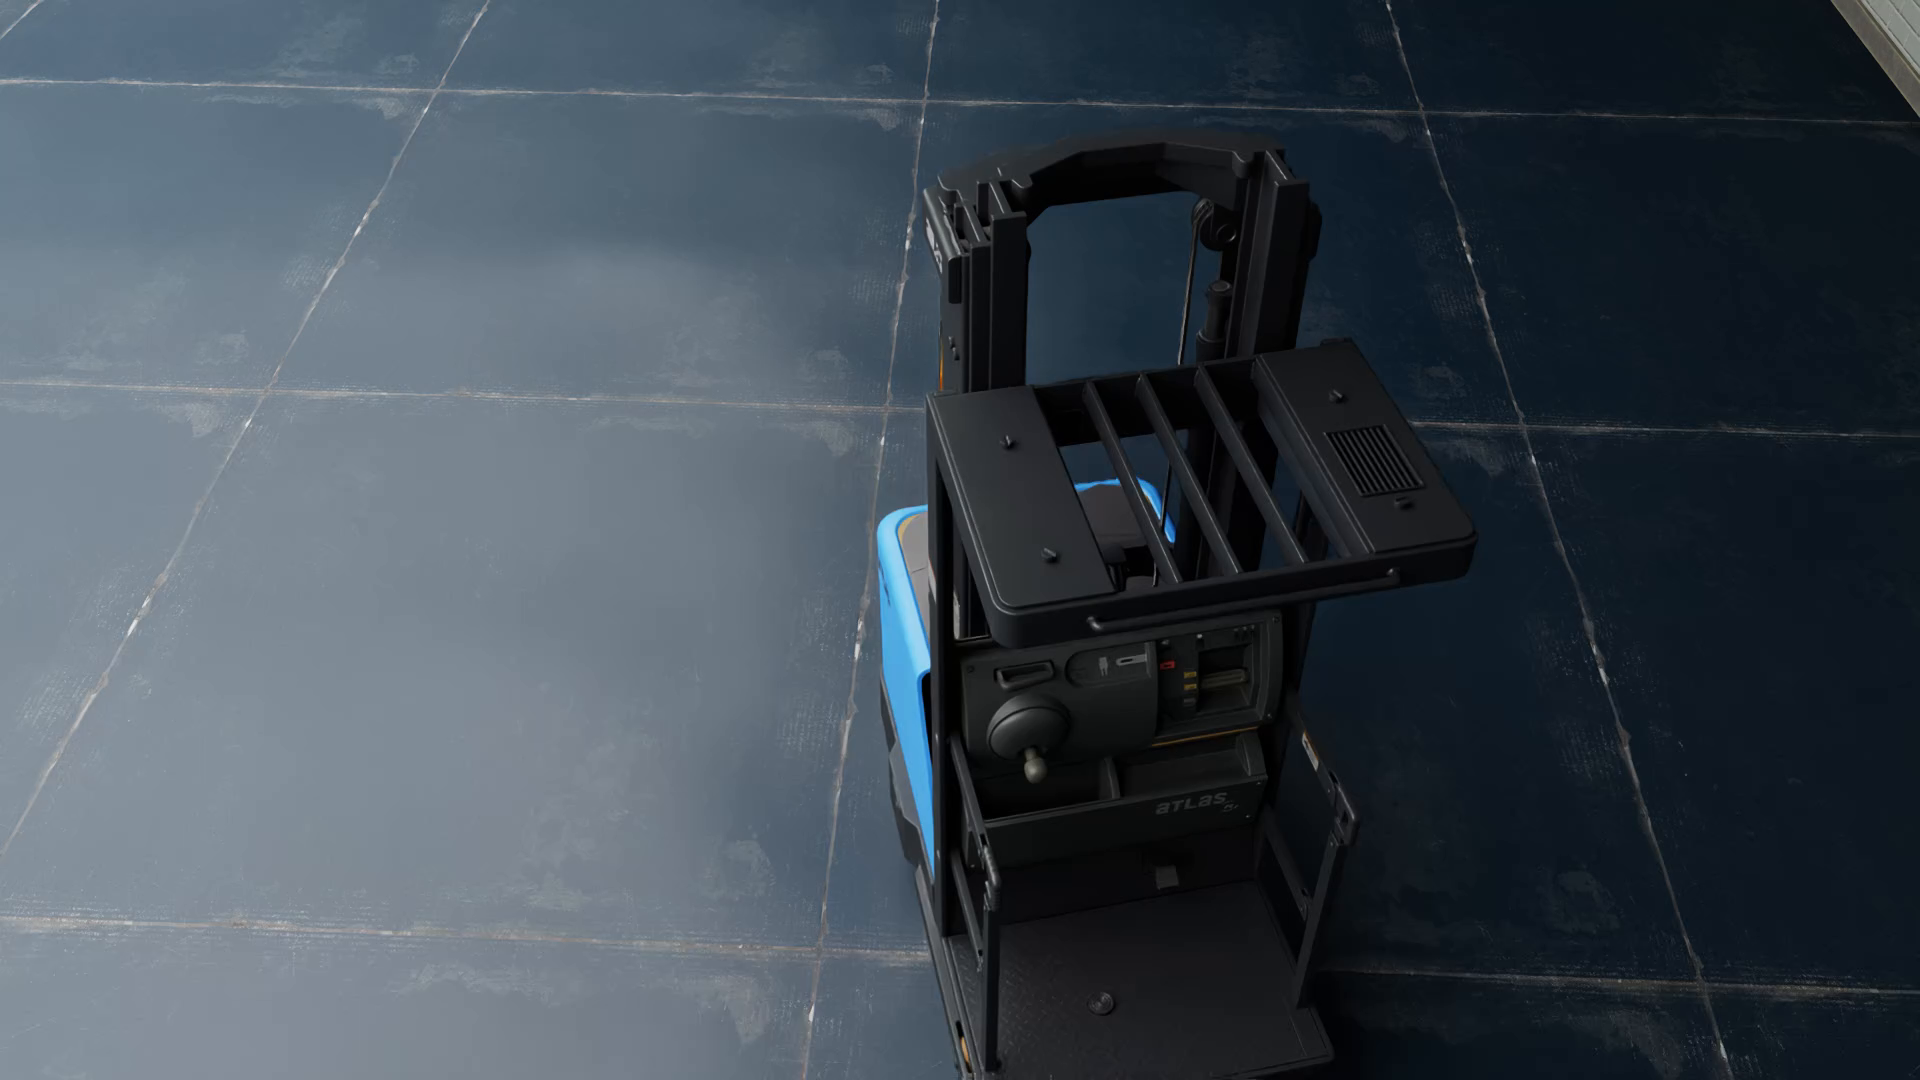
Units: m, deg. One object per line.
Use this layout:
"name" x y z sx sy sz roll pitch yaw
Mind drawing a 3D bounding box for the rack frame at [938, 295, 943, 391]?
"rack frame" -0.077 -0.441 6.844 0.006 1.200 0.240 2 43 2

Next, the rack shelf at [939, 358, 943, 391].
"rack shelf" 0.014 -0.669 6.625 0.180 0.103 0.258 2 43 2

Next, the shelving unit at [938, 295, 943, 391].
"shelving unit" 0.014 -0.439 6.841 0.189 1.200 0.258 2 43 2

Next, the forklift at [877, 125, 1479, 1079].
"forklift" 0.512 0.524 4.537 1.130 2.935 3.031 -8 44 -9
